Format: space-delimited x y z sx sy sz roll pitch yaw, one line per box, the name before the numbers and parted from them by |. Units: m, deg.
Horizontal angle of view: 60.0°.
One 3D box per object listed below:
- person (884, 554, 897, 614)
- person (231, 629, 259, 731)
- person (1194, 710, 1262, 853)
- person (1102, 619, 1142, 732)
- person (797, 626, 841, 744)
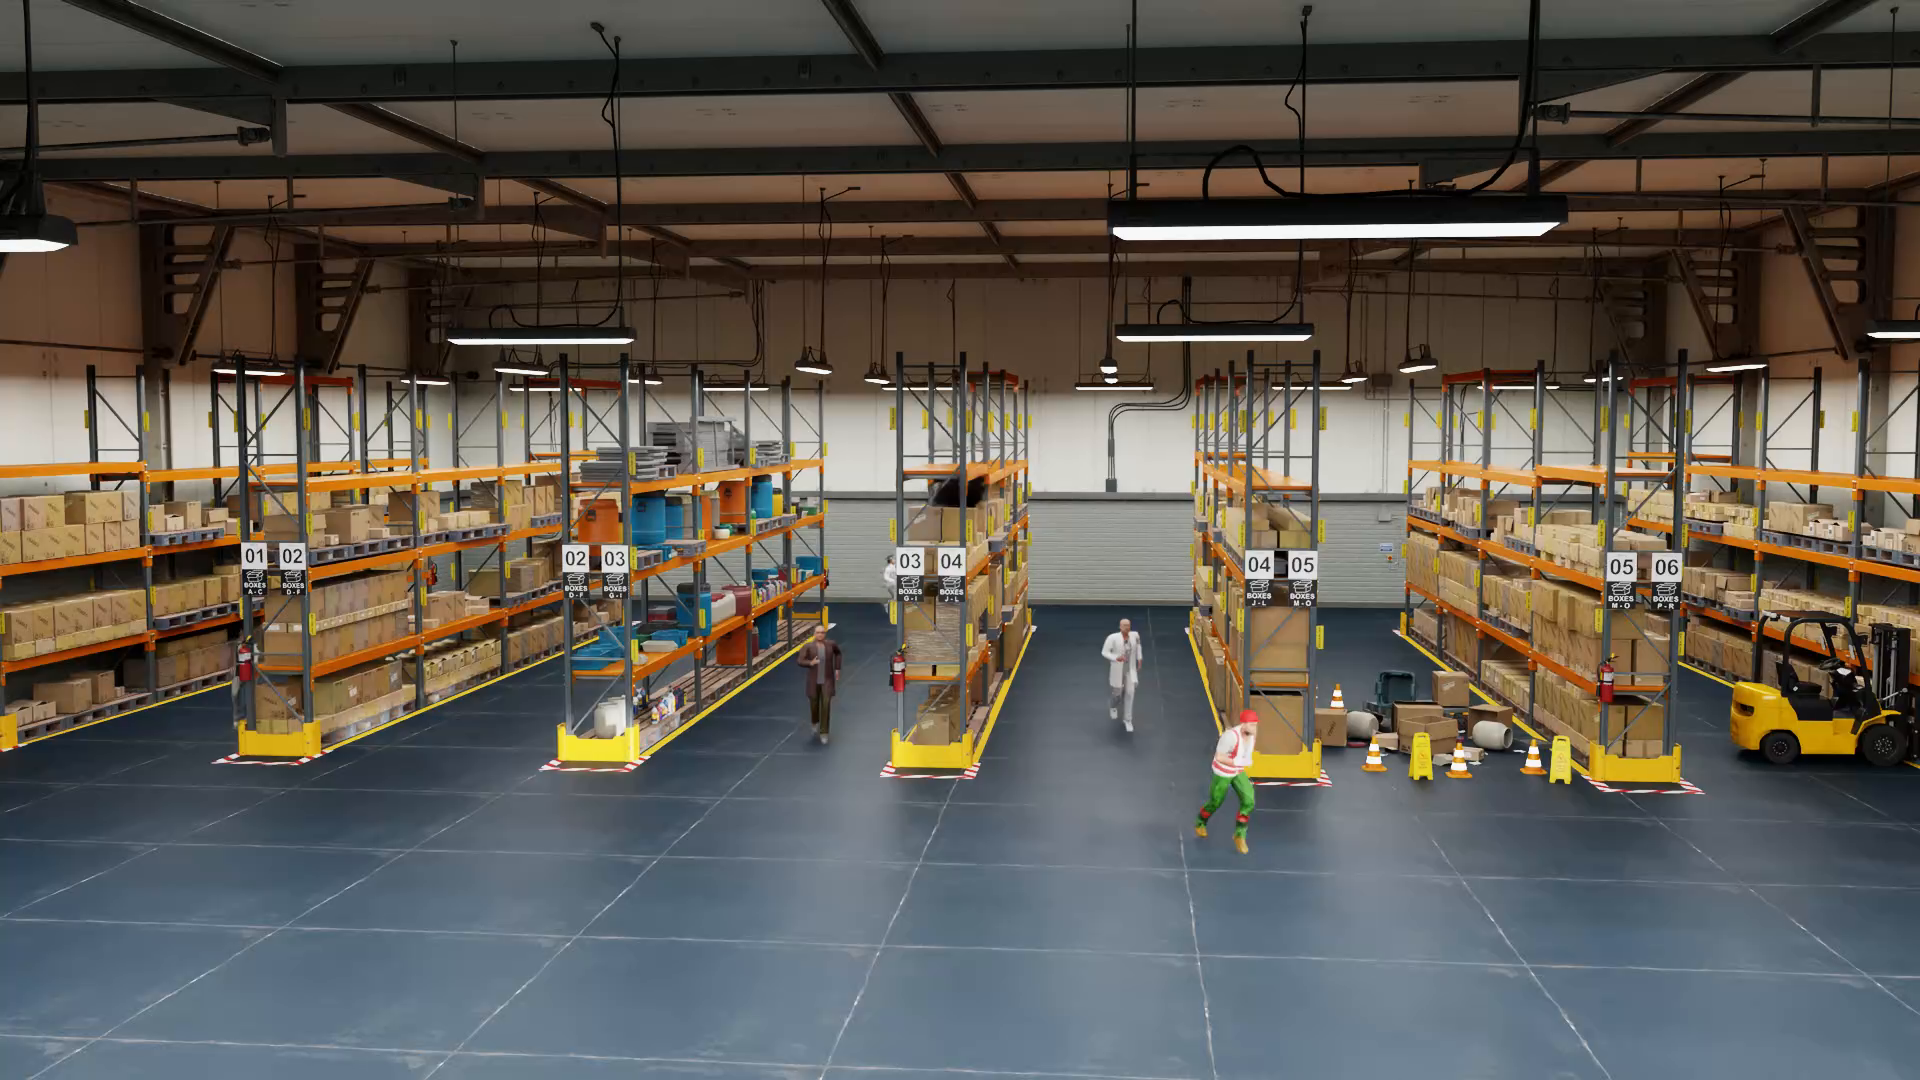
person | -1.702 1.165 42.400 0.535 1.648 0.612 2 4 25
person | -11.705 2.266 27.229 0.509 1.648 0.728 0 4 1
person | 3.157 2.801 19.567 0.707 1.722 1.027 -3 5 -35
person | 2.667 2.174 27.315 0.738 1.794 1.106 -1 4 -12
person | -2.206 2.232 26.114 0.707 1.798 1.009 0 4 -7
